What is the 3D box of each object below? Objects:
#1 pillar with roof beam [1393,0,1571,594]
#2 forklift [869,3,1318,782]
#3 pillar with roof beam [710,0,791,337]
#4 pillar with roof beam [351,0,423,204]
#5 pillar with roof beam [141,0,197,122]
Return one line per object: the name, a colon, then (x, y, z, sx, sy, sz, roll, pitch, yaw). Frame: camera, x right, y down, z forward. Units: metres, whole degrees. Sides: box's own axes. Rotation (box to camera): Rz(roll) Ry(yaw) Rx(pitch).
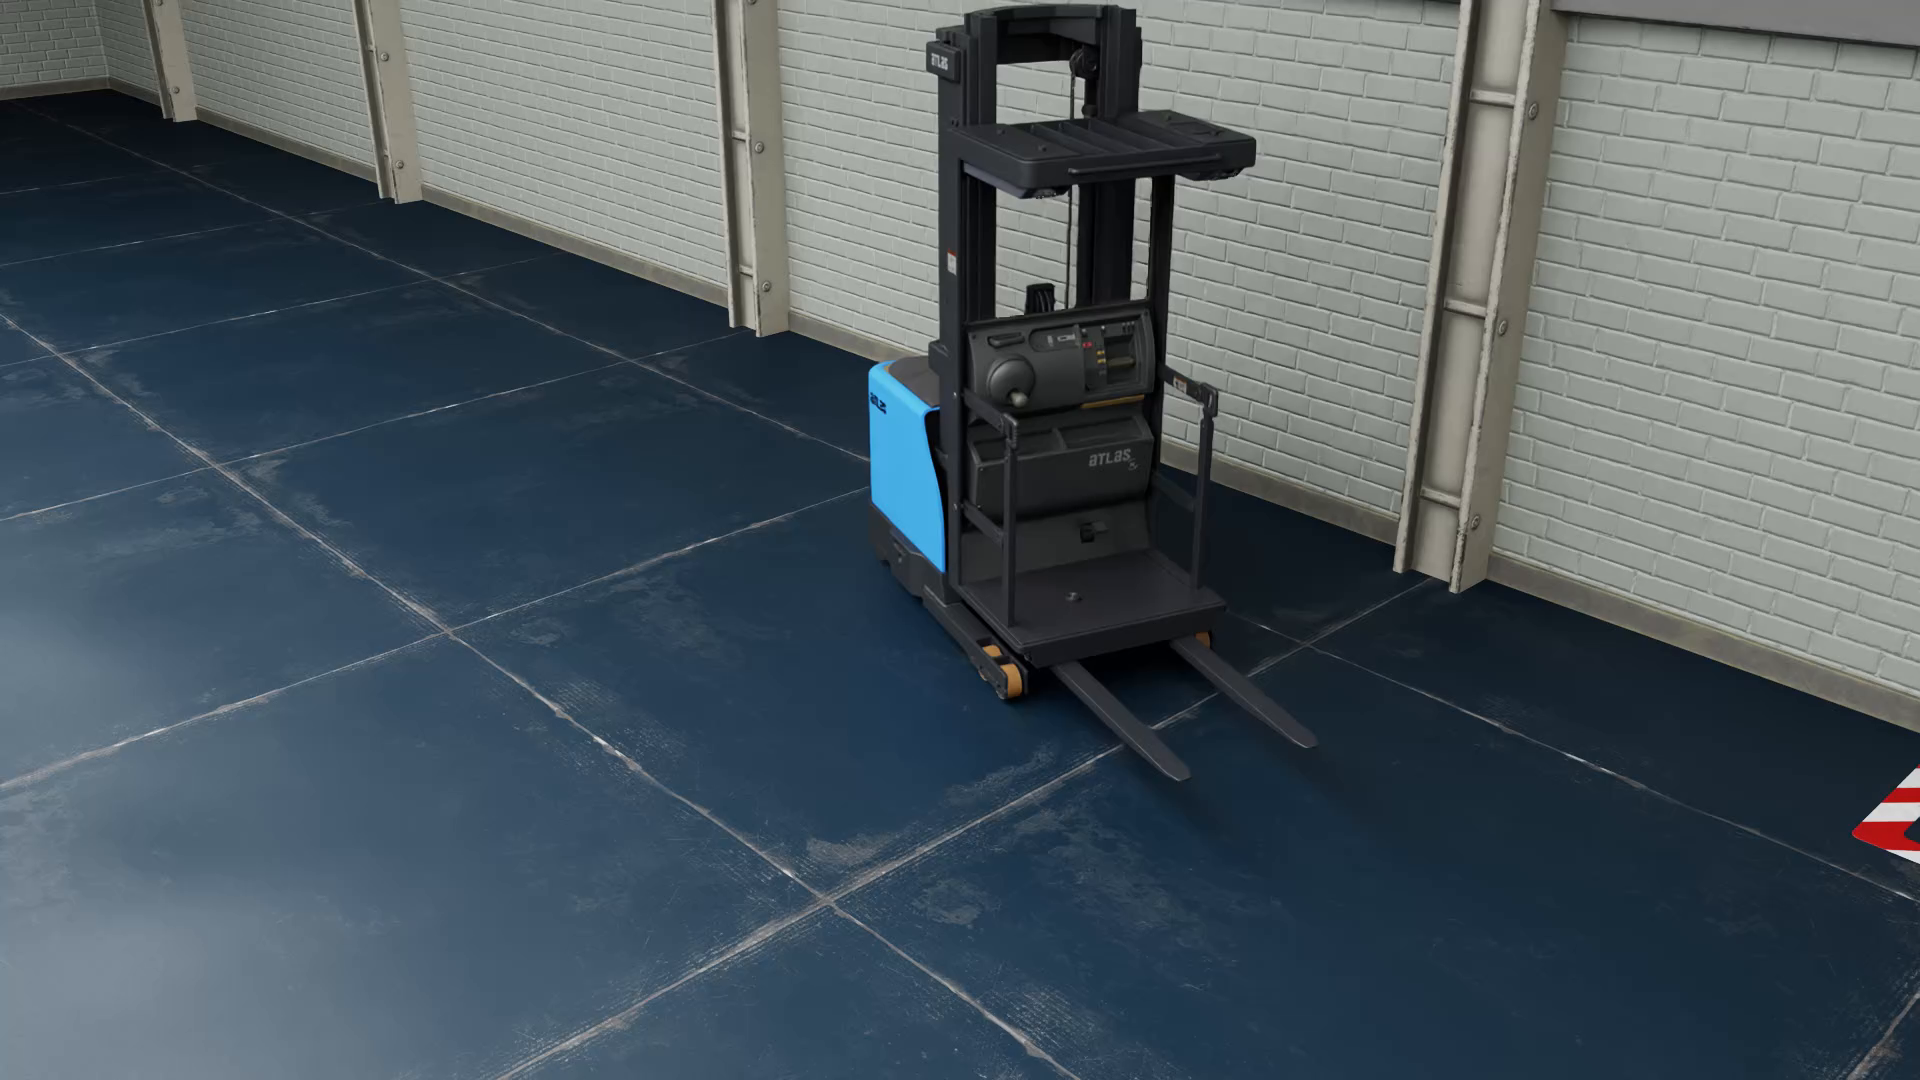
pillar with roof beam: (-0.582, -2.696, 4.318, 9.100, 9.000, 0.400, -21, 32, -38)
forklift: (0.564, -0.803, 7.479, 1.130, 2.935, 3.031, -10, 27, -22)
pillar with roof beam: (-4.683, -4.514, 8.303, 9.100, 9.000, 0.400, -21, 32, -38)
pillar with roof beam: (-8.784, -6.332, 12.287, 9.100, 9.000, 0.400, -21, 32, -38)
pillar with roof beam: (-12.885, -8.150, 16.272, 9.100, 9.000, 0.400, -21, 32, -38)
